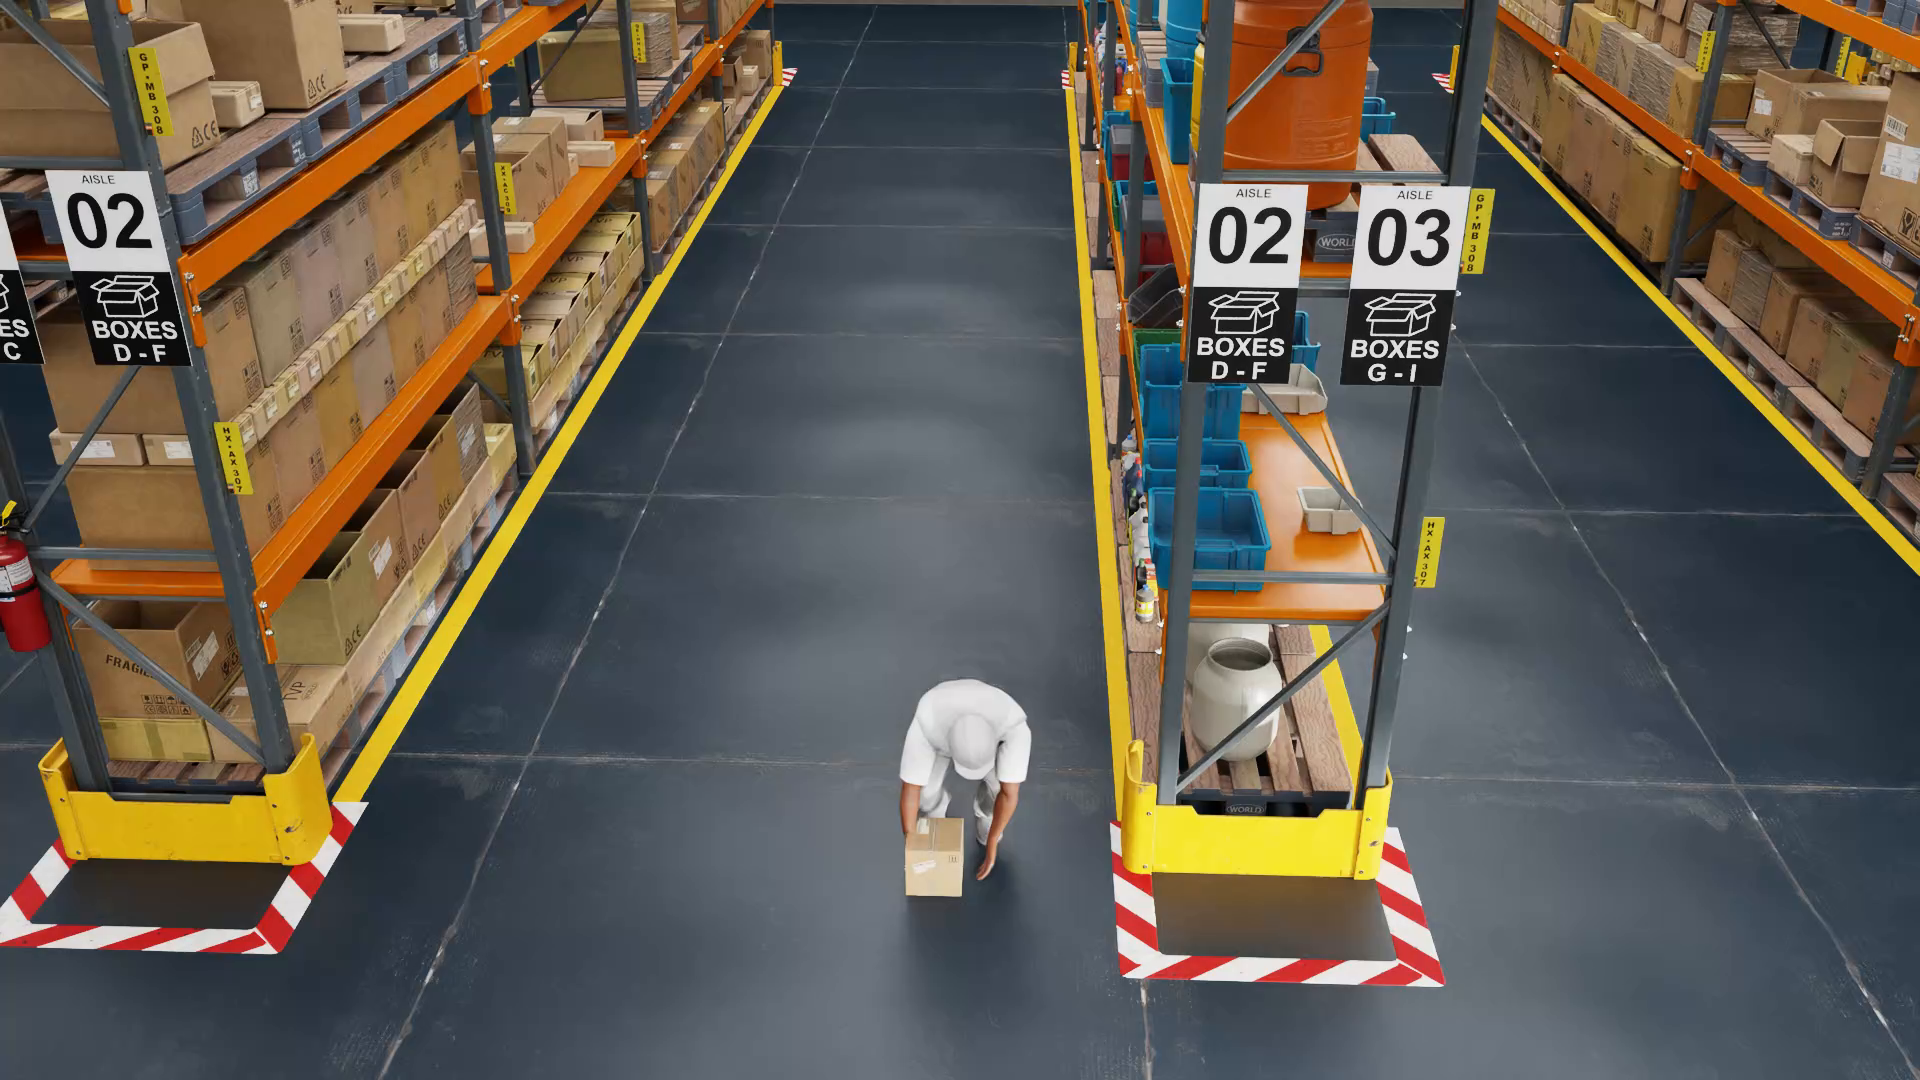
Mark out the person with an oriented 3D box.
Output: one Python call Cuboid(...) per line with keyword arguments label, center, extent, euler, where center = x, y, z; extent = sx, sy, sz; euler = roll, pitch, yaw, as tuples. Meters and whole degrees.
Cuboid(label="person", center=(0.028, 1.005, 7.600), extent=(0.587, 0.924, 0.900), euler=(1, 28, 2))
